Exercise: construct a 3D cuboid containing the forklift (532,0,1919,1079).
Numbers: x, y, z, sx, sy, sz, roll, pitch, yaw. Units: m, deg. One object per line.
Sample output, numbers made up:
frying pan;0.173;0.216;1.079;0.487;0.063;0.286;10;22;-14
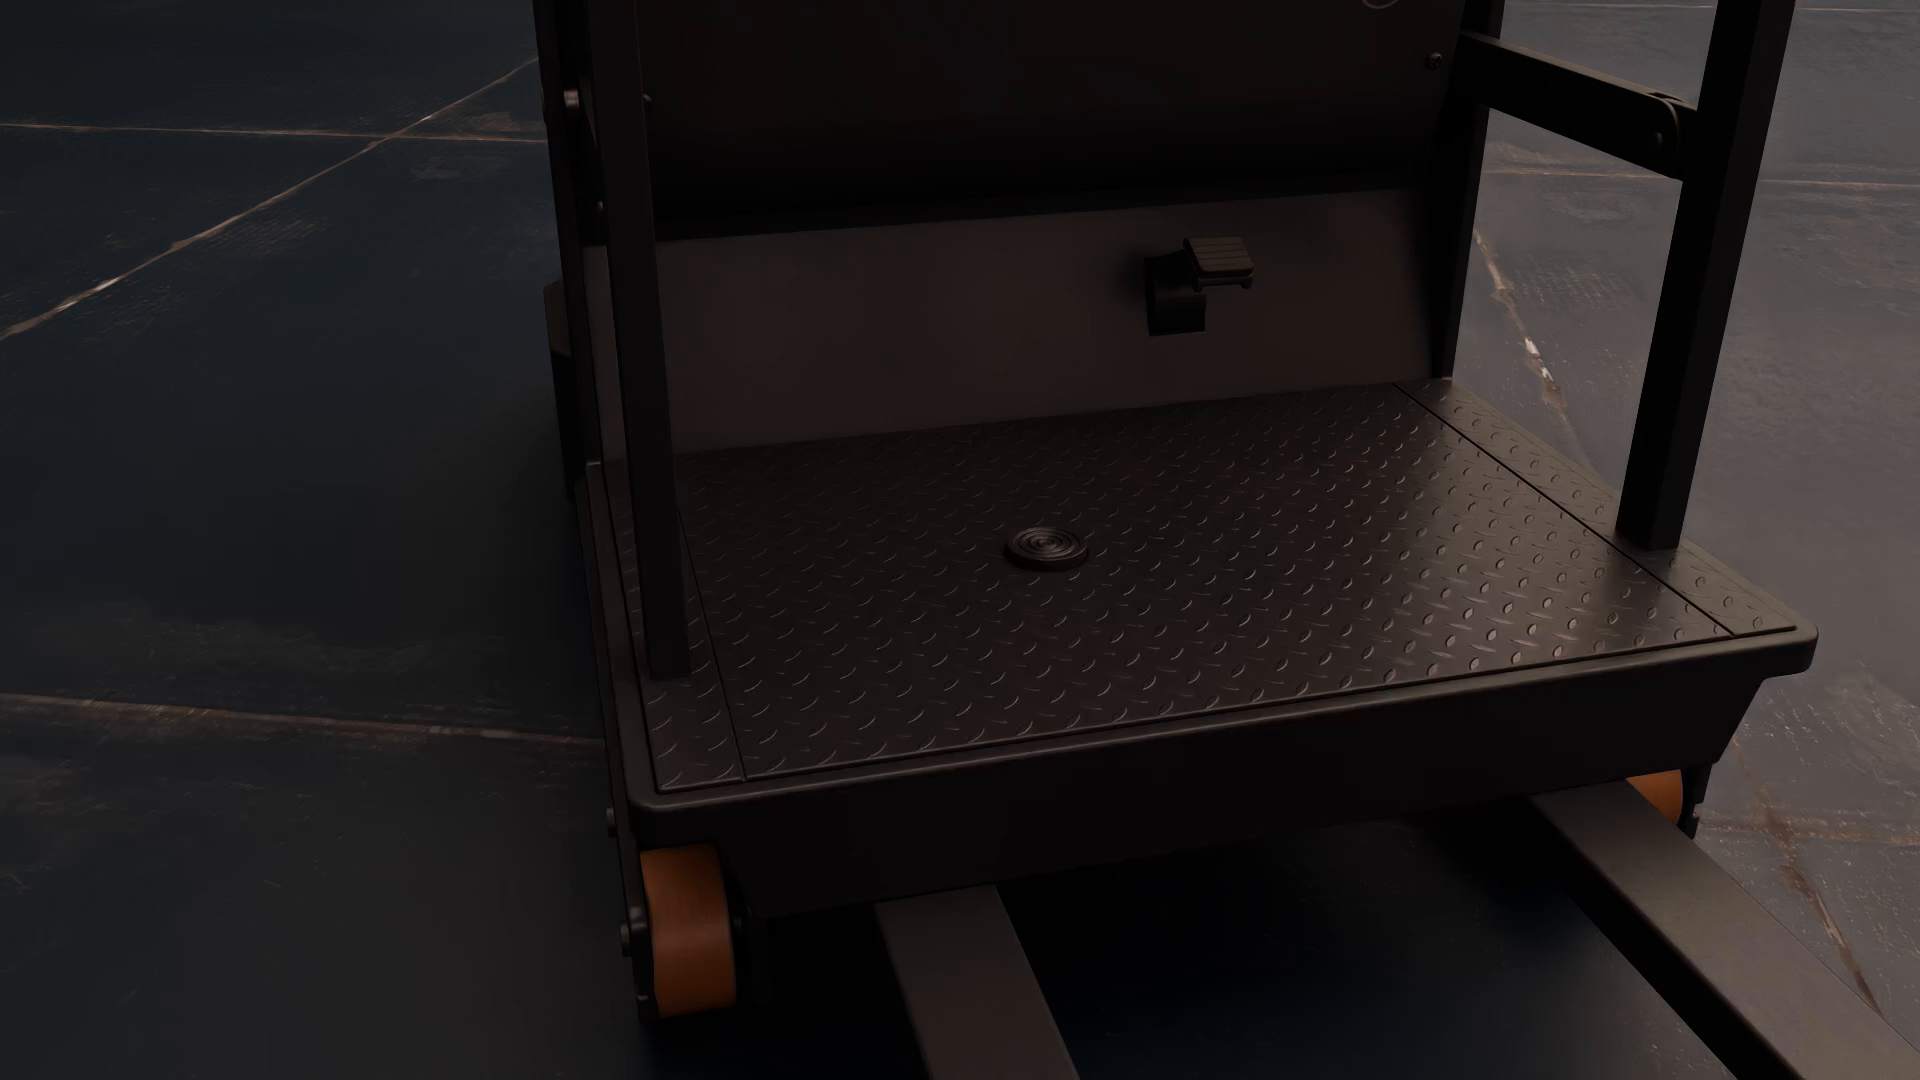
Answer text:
forklift;0.153;-1.049;1.319;1.130;2.935;3.031;-7;27;-13
